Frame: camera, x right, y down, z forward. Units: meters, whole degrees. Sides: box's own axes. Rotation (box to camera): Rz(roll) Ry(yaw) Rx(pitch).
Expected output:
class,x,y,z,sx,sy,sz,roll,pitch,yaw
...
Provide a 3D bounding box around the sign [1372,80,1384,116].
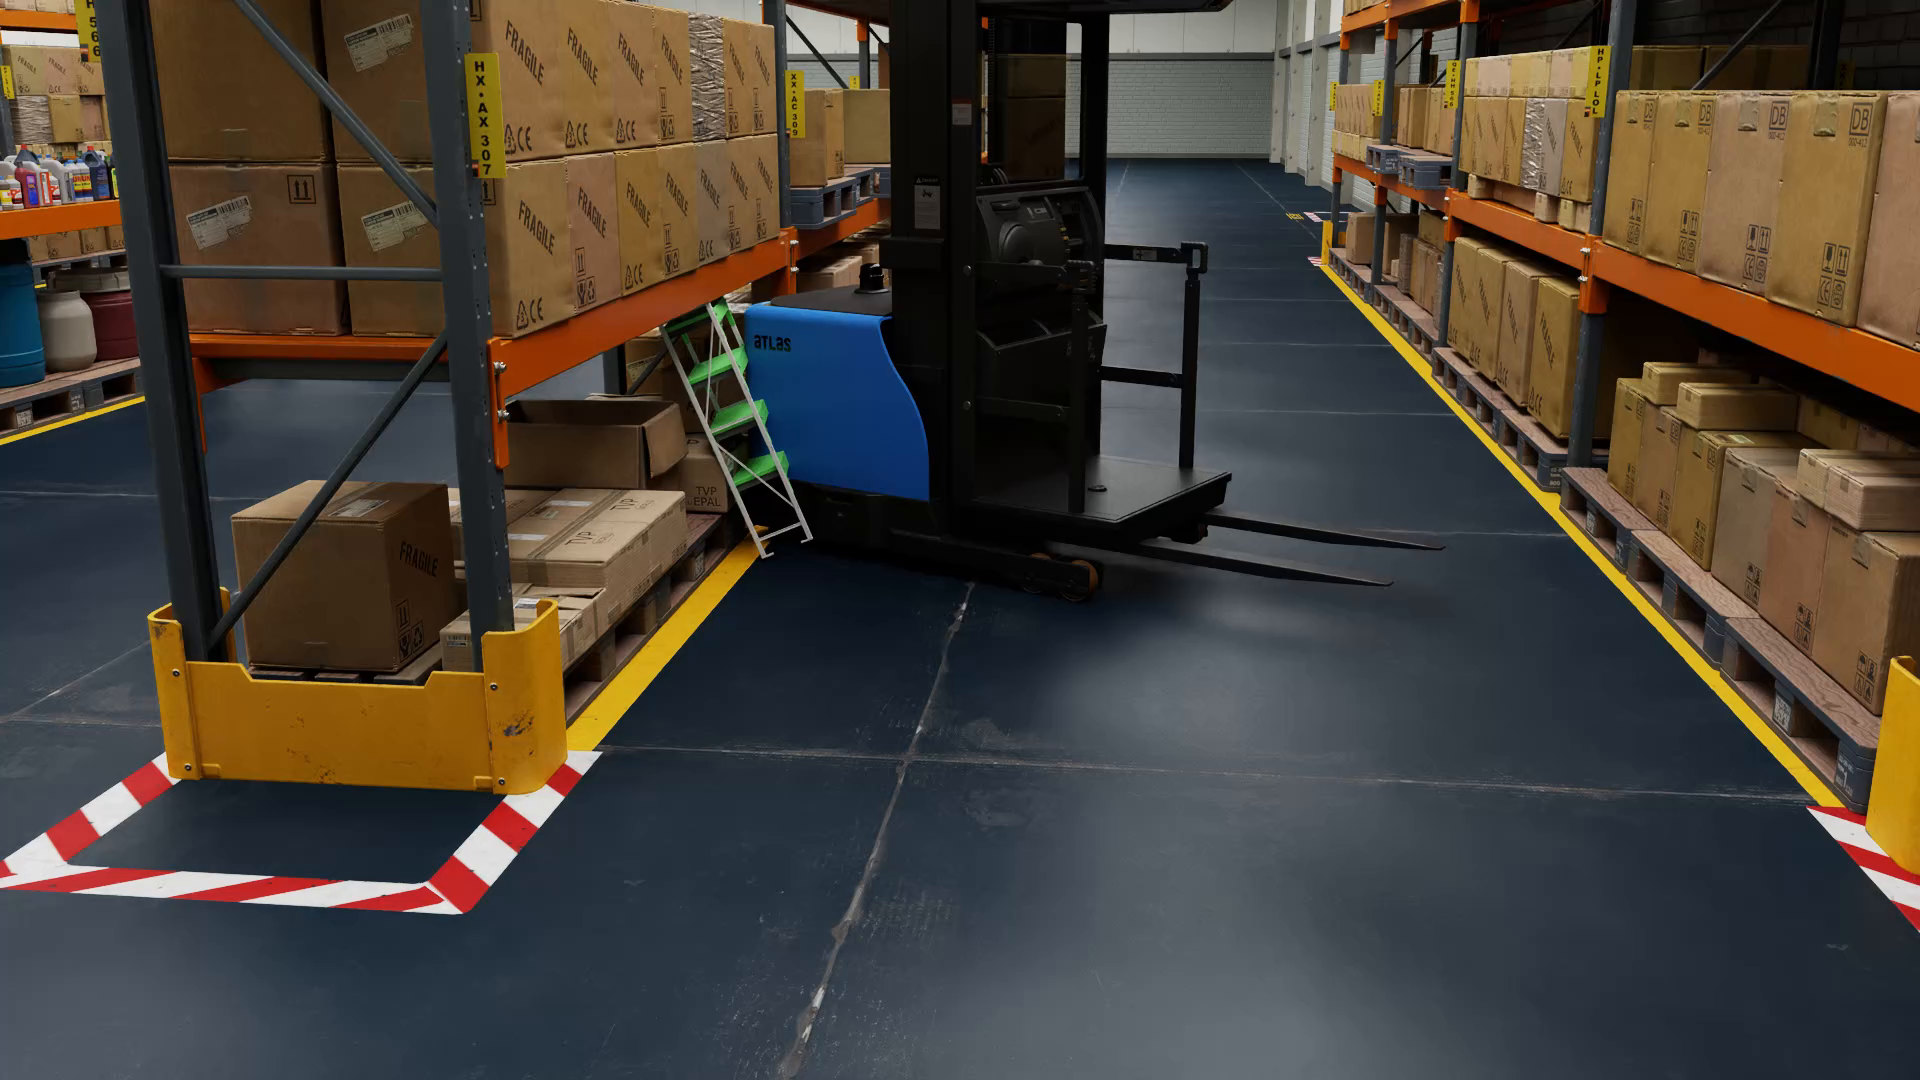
class,x,y,z,sx,sy,sz,roll,pitch,yaw
sign,3.918,-4.137,15.558,0.100,0.325,0.005,2,15,6

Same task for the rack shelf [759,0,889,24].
class,x,y,z,sx,sy,sz,roll,pitch,yaw
rack shelf,-1.142,-3.395,10.102,1.077,0.370,4.000,2,15,6

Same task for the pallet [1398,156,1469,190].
class,x,y,z,sx,sy,sz,roll,pitch,yaw
pallet,3.981,-2.763,12.503,1.213,0.211,1.003,2,15,6

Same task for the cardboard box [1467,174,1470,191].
class,x,y,z,sx,sy,sz,roll,pitch,yaw
cardboard box,3.739,-2.478,11.522,0.380,0.149,0.250,1,15,5

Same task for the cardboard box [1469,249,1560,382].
class,x,y,z,sx,sy,sz,roll,pitch,yaw
cardboard box,3.688,-1.419,10.478,0.750,0.750,0.750,2,15,6

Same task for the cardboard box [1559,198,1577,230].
class,x,y,z,sx,sy,sz,roll,pitch,yaw
cardboard box,3.317,-1.681,8.576,0.380,0.149,0.250,2,15,7

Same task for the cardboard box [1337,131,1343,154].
class,x,y,z,sx,sy,sz,roll,pitch,yaw
cardboard box,4.494,-4.428,18.540,0.500,0.250,0.500,1,15,5

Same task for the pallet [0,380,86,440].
class,x,y,z,sx,sy,sz,roll,pitch,yaw
pallet,-6.160,-0.775,10.124,1.003,0.211,1.213,2,15,6

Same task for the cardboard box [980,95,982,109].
class,x,y,z,sx,sy,sz,roll,pitch,yaw
cardboard box,0.045,-4.945,18.769,0.380,0.149,0.250,2,15,7

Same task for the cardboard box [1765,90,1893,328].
class,x,y,z,sx,sy,sz,roll,pitch,yaw
cardboard box,3.222,-1.060,5.259,0.980,0.700,0.700,2,15,6

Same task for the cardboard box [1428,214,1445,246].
class,x,y,z,sx,sy,sz,roll,pitch,yaw
cardboard box,4.290,-2.632,14.160,0.500,0.250,0.500,1,15,5

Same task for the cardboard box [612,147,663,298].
class,x,y,z,sx,sy,sz,roll,pitch,yaw
cardboard box,-1.394,-1.158,6.006,0.500,0.500,0.500,2,15,6

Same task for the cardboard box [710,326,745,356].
class,x,y,z,sx,sy,sz,roll,pitch,yaw
cardboard box,-1.071,-0.900,9.188,0.500,0.500,0.500,1,15,4

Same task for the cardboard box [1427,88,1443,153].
class,x,y,z,sx,sy,sz,roll,pitch,yaw
cardboard box,4.168,-3.375,13.361,0.700,0.500,0.500,2,15,6

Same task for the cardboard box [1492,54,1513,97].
class,x,y,z,sx,sy,sz,roll,pitch,yaw
cardboard box,3.586,-2.852,10.227,0.500,0.250,0.500,2,15,7

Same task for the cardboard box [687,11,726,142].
class,x,y,z,sx,sy,sz,roll,pitch,yaw
cardboard box,-1.280,-1.904,6.850,0.500,0.500,0.500,2,15,7

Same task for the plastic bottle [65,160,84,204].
class,x,y,z,sx,sy,sz,roll,pitch,yaw
plastic bottle,-5.687,-2.299,10.663,0.097,0.271,0.097,0,15,0

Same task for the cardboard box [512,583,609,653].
class,x,y,z,sx,sy,sz,roll,pitch,yaw
cardboard box,-1.402,0.254,5.561,0.380,0.166,0.250,2,15,6

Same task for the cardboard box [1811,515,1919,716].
class,x,y,z,sx,sy,sz,roll,pitch,yaw
cardboard box,3.083,0.226,5.063,0.700,0.500,0.500,2,15,6

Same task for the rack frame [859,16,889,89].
class,x,y,z,sx,sy,sz,roll,pitch,yaw
rack frame,-0.465,-3.850,16.155,1.000,3.000,0.127,2,15,6

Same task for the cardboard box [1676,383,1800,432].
class,x,y,z,sx,sy,sz,roll,pitch,yaw
cardboard box,3.090,-0.530,6.617,0.380,0.149,0.250,1,15,5

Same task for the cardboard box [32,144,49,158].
class,x,y,z,sx,sy,sz,roll,pitch,yaw
cardboard box,-9.943,-4.133,17.682,0.380,0.149,0.250,2,15,6

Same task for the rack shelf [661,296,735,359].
class,x,y,z,sx,sy,sz,roll,pitch,yaw
rack shelf,-1.142,-0.933,7.267,0.258,0.148,0.480,-22,15,3

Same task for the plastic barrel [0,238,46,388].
class,x,y,z,sx,sy,sz,roll,pitch,yaw
plastic barrel,-6.131,-1.436,10.443,0.600,0.901,0.708,2,15,6

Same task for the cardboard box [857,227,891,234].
class,x,y,z,sx,sy,sz,roll,pitch,yaw
cardboard box,-0.821,-2.767,15.537,0.500,0.311,0.500,2,15,6

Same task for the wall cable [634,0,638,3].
class,x,y,z,sx,sy,sz,roll,pitch,yaw
wall cable,-11.147,-18.224,51.302,2.305,6.003,0.169,2,15,6

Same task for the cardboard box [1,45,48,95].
class,x,y,z,sx,sy,sz,roll,pitch,yaw
cardboard box,-10.004,-4.927,17.459,0.500,0.500,0.500,2,15,6

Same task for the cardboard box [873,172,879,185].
class,x,y,z,sx,sy,sz,roll,pitch,yaw
cardboard box,-0.832,-2.863,12.674,0.500,0.311,0.500,3,15,10

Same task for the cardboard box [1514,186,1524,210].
class,x,y,z,sx,sy,sz,roll,pitch,yaw
cardboard box,3.577,-2.080,10.050,0.380,0.149,0.250,2,15,7

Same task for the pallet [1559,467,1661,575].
class,x,y,z,sx,sy,sz,roll,pitch,yaw
pallet,3.391,-0.090,7.589,1.003,0.211,1.213,2,15,6

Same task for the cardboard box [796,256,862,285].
class,x,y,z,sx,sy,sz,roll,pitch,yaw
cardboard box,-0.902,-1.651,10.531,0.500,0.250,0.500,1,15,5

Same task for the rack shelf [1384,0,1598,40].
class,x,y,z,sx,sy,sz,roll,pitch,yaw
rack shelf,4.232,-4.287,13.403,1.077,0.370,4.000,2,15,6

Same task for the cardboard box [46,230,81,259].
class,x,y,z,sx,sy,sz,roll,pitch,yaw
cardboard box,-10.166,-3.391,18.439,0.500,0.500,0.500,7,17,24

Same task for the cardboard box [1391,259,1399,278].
class,x,y,z,sx,sy,sz,roll,pitch,yaw
cardboard box,4.488,-2.690,16.448,0.380,0.166,0.250,0,15,-1

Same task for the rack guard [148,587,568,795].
class,x,y,z,sx,sy,sz,roll,pitch,yaw
rack guard,-1.810,0.449,5.044,1.175,0.500,0.348,2,15,6

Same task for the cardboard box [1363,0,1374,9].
class,x,y,z,sx,sy,sz,roll,pitch,yaw
cardboard box,4.364,-5.625,16.742,0.500,0.500,0.500,1,15,4

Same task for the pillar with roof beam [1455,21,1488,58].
class,x,y,z,sx,sy,sz,roll,pitch,yaw
pillar with roof beam,1.412,-7.559,18.376,9.100,9.000,0.400,2,15,6

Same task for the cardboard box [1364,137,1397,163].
class,x,y,z,sx,sy,sz,roll,pitch,yaw
cardboard box,4.210,-3.774,16.123,0.500,0.250,0.500,2,15,6

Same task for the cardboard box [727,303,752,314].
class,x,y,z,sx,sy,sz,roll,pitch,yaw
cardboard box,-1.476,-1.176,10.209,0.500,0.500,0.500,2,15,7

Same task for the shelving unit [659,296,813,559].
class,x,y,z,sx,sy,sz,roll,pitch,yaw
shelving unit,-0.990,-0.562,7.377,0.258,1.200,0.503,-22,15,3

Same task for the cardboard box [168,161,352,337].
class,x,y,z,sx,sy,sz,roll,pitch,yaw
cardboard box,-2.039,-0.911,5.091,0.500,0.500,0.500,2,15,8

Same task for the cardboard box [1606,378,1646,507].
class,x,y,z,sx,sy,sz,roll,pitch,yaw
cardboard box,3.369,-0.436,7.511,0.700,0.500,0.500,2,15,7

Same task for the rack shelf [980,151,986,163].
class,x,y,z,sx,sy,sz,roll,pitch,yaw
rack shelf,-0.239,-4.022,18.167,1.077,0.370,4.000,2,15,6

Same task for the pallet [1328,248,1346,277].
class,x,y,z,sx,sy,sz,roll,pitch,yaw
pallet,4.774,-3.167,18.971,1.003,0.211,1.213,2,15,6

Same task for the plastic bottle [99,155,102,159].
class,x,y,z,sx,sy,sz,roll,pitch,yaw
plastic bottle,-5.752,-2.446,11.184,0.061,0.283,0.133,2,15,6

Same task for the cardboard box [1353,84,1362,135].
class,x,y,z,sx,sy,sz,roll,pitch,yaw
cardboard box,4.322,-4.396,16.987,0.500,0.500,0.500,1,15,5

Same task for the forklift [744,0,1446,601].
class,x,y,z,sx,sy,sz,roll,pitch,yaw
forklift,0.522,-1.324,6.943,3.031,2.935,1.130,10,18,32

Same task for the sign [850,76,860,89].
class,x,y,z,sx,sy,sz,roll,pitch,yaw
sign,-1.017,-4.322,16.091,0.100,0.325,0.005,2,15,6

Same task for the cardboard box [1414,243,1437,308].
class,x,y,z,sx,sy,sz,roll,pitch,yaw
cardboard box,4.285,-2.253,14.194,0.700,0.500,0.500,2,15,7

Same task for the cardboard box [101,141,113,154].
class,x,y,z,sx,sy,sz,roll,pitch,yaw
cardboard box,-9.828,-4.458,18.884,0.380,0.149,0.250,2,15,6

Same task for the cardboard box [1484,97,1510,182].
class,x,y,z,sx,sy,sz,roll,pitch,yaw
cardboard box,3.572,-2.487,10.313,0.500,0.500,0.500,2,15,6

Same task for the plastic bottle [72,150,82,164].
class,x,y,z,sx,sy,sz,roll,pitch,yaw
plastic bottle,-6.320,-2.647,11.930,0.061,0.283,0.133,2,15,6

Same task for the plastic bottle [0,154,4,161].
class,x,y,z,sx,sy,sz,roll,pitch,yaw
plastic bottle,-6.386,-2.432,11.005,0.144,0.351,0.185,2,15,6

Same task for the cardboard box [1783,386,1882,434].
class,x,y,z,sx,sy,sz,roll,pitch,yaw
cardboard box,3.466,-0.510,6.543,0.380,0.149,0.250,2,15,7

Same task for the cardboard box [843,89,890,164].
class,x,y,z,sx,sy,sz,roll,pitch,yaw
cardboard box,-0.875,-2.897,11.634,0.700,0.500,0.500,-3,16,-13

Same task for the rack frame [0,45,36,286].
class,x,y,z,sx,sy,sz,roll,pitch,yaw
rack frame,-10.308,-4.143,17.238,1.000,3.000,0.127,2,15,6

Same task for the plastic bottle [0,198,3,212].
class,x,y,z,sx,sy,sz,roll,pitch,yaw
plastic bottle,-5.777,-2.093,9.903,0.097,0.271,0.097,0,15,0

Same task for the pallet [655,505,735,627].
class,x,y,z,sx,sy,sz,roll,pitch,yaw
pallet,-1.581,0.066,7.014,1.003,0.211,1.213,2,15,6

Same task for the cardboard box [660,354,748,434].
class,x,y,z,sx,sy,sz,roll,pitch,yaw
cardboard box,-1.150,-0.625,8.173,0.500,0.500,0.500,2,15,6
